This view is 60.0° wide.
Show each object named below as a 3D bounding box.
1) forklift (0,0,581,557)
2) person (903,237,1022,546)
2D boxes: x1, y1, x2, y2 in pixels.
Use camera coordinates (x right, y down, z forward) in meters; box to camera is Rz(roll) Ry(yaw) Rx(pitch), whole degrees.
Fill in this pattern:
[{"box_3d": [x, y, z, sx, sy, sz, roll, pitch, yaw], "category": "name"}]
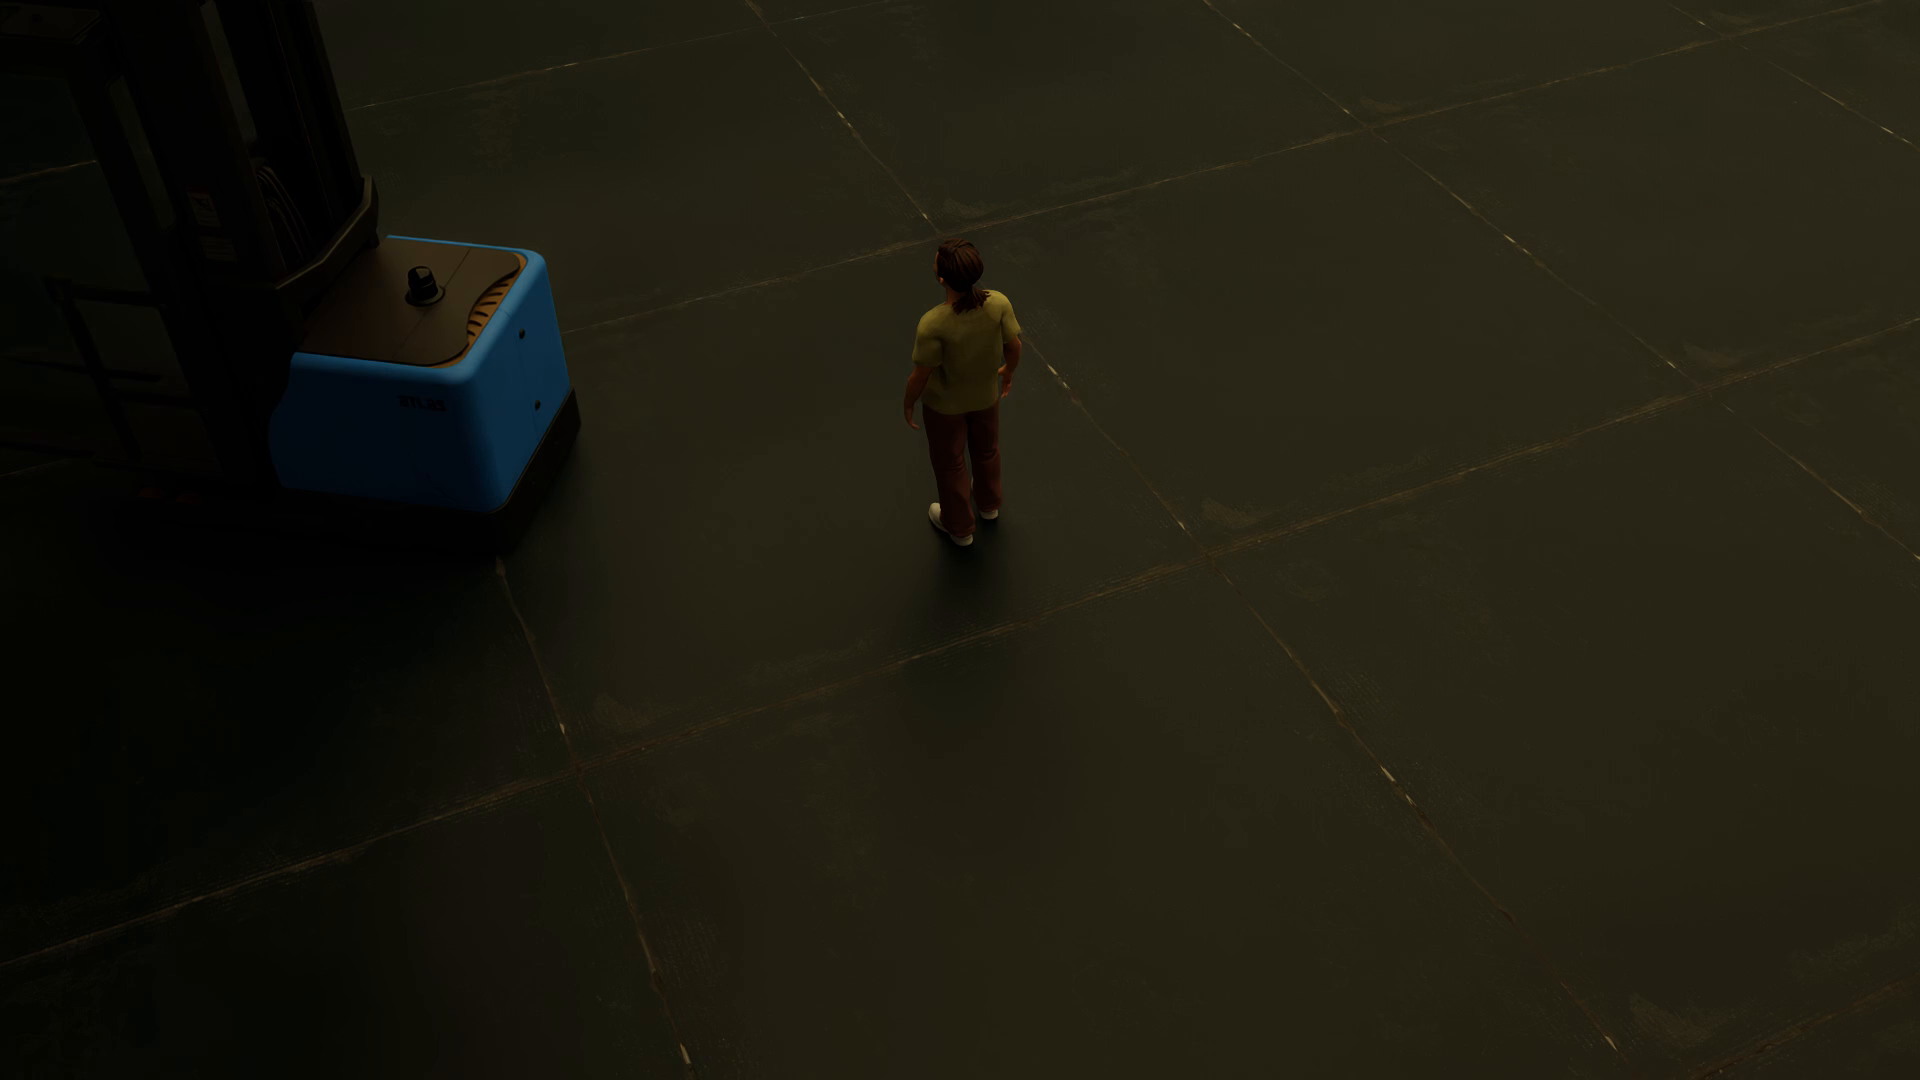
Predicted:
[{"box_3d": [-3.468, -1.485, 7.271, 3.031, 2.935, 1.130, 7, 43, 8], "category": "forklift"}, {"box_3d": [-0.021, -0.667, 7.304, 0.554, 1.673, 0.548, -18, 46, -18], "category": "person"}]
